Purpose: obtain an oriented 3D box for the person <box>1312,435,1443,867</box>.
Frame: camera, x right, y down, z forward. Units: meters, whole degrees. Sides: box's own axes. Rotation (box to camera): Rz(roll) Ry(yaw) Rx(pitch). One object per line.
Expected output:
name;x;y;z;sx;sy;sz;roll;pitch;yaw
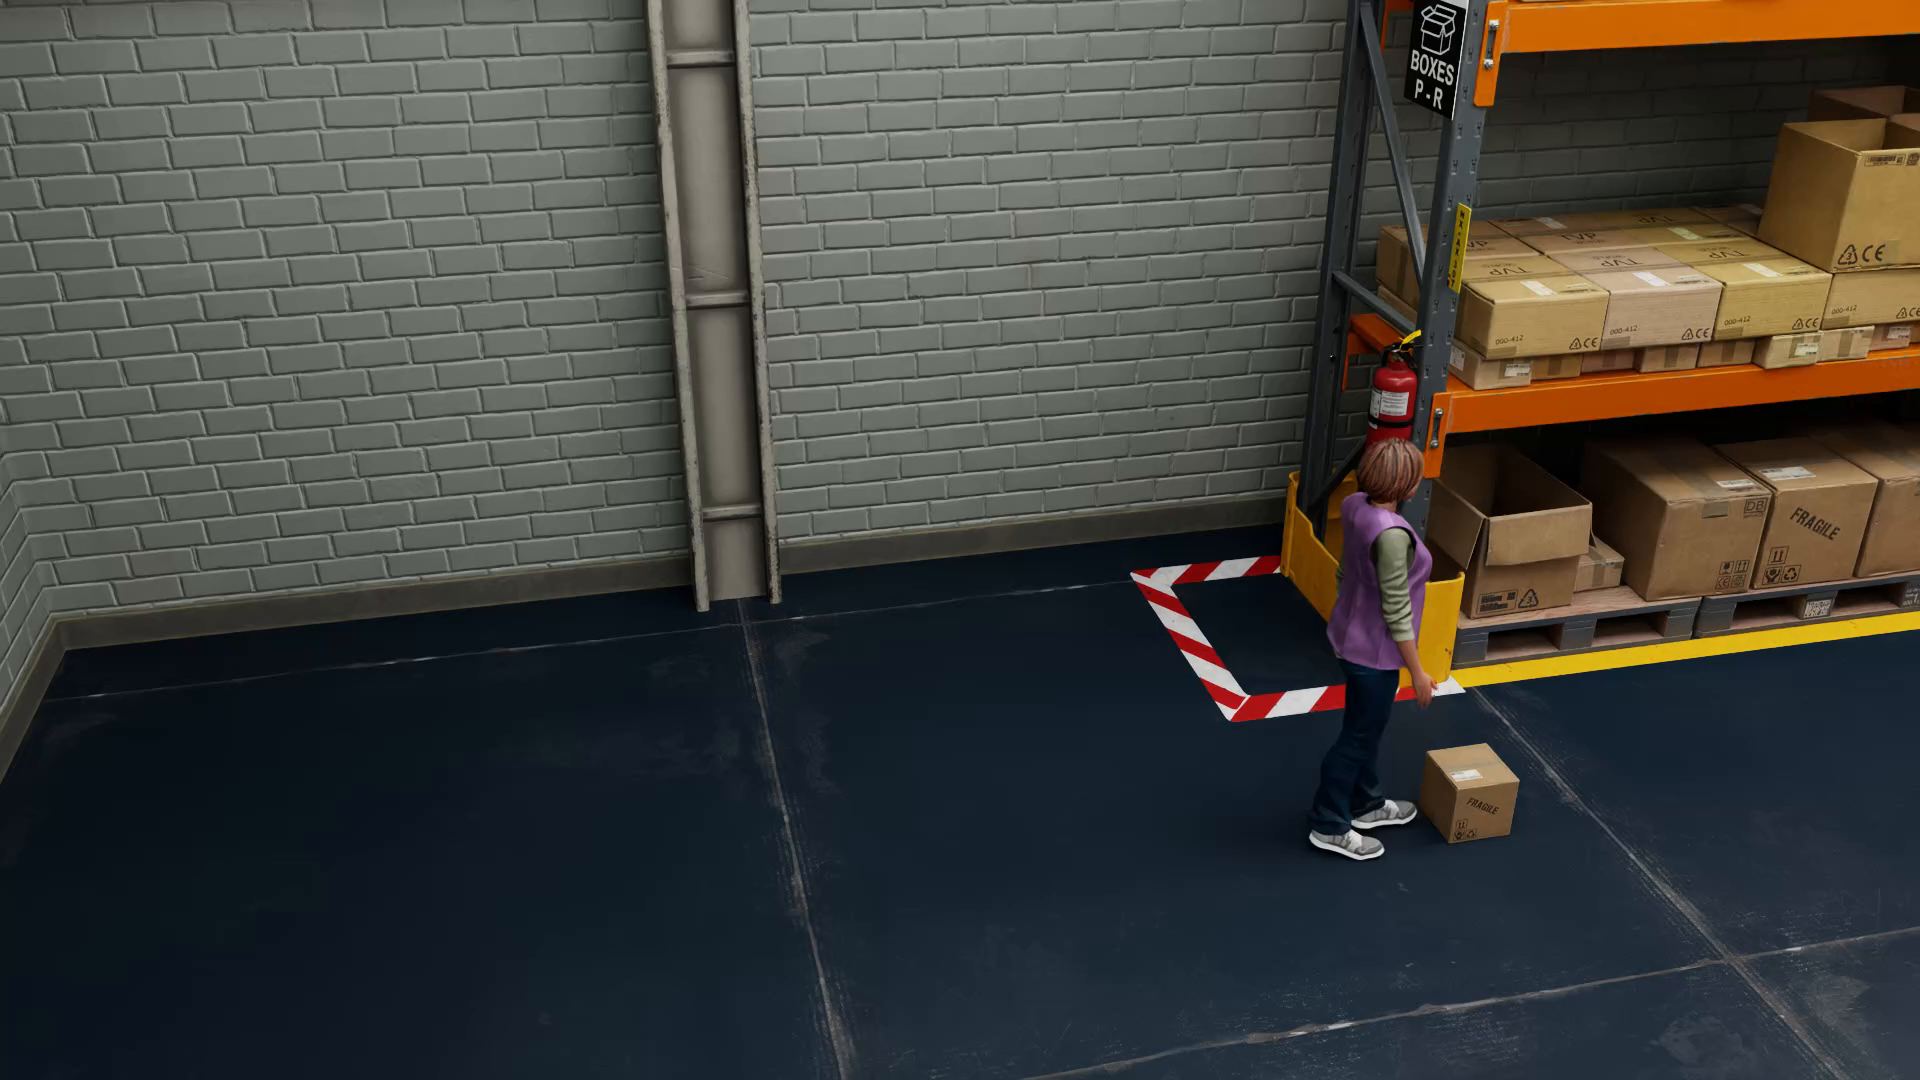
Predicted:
person;1.482;0.391;5.825;0.397;1.611;0.477;-3;27;-6
